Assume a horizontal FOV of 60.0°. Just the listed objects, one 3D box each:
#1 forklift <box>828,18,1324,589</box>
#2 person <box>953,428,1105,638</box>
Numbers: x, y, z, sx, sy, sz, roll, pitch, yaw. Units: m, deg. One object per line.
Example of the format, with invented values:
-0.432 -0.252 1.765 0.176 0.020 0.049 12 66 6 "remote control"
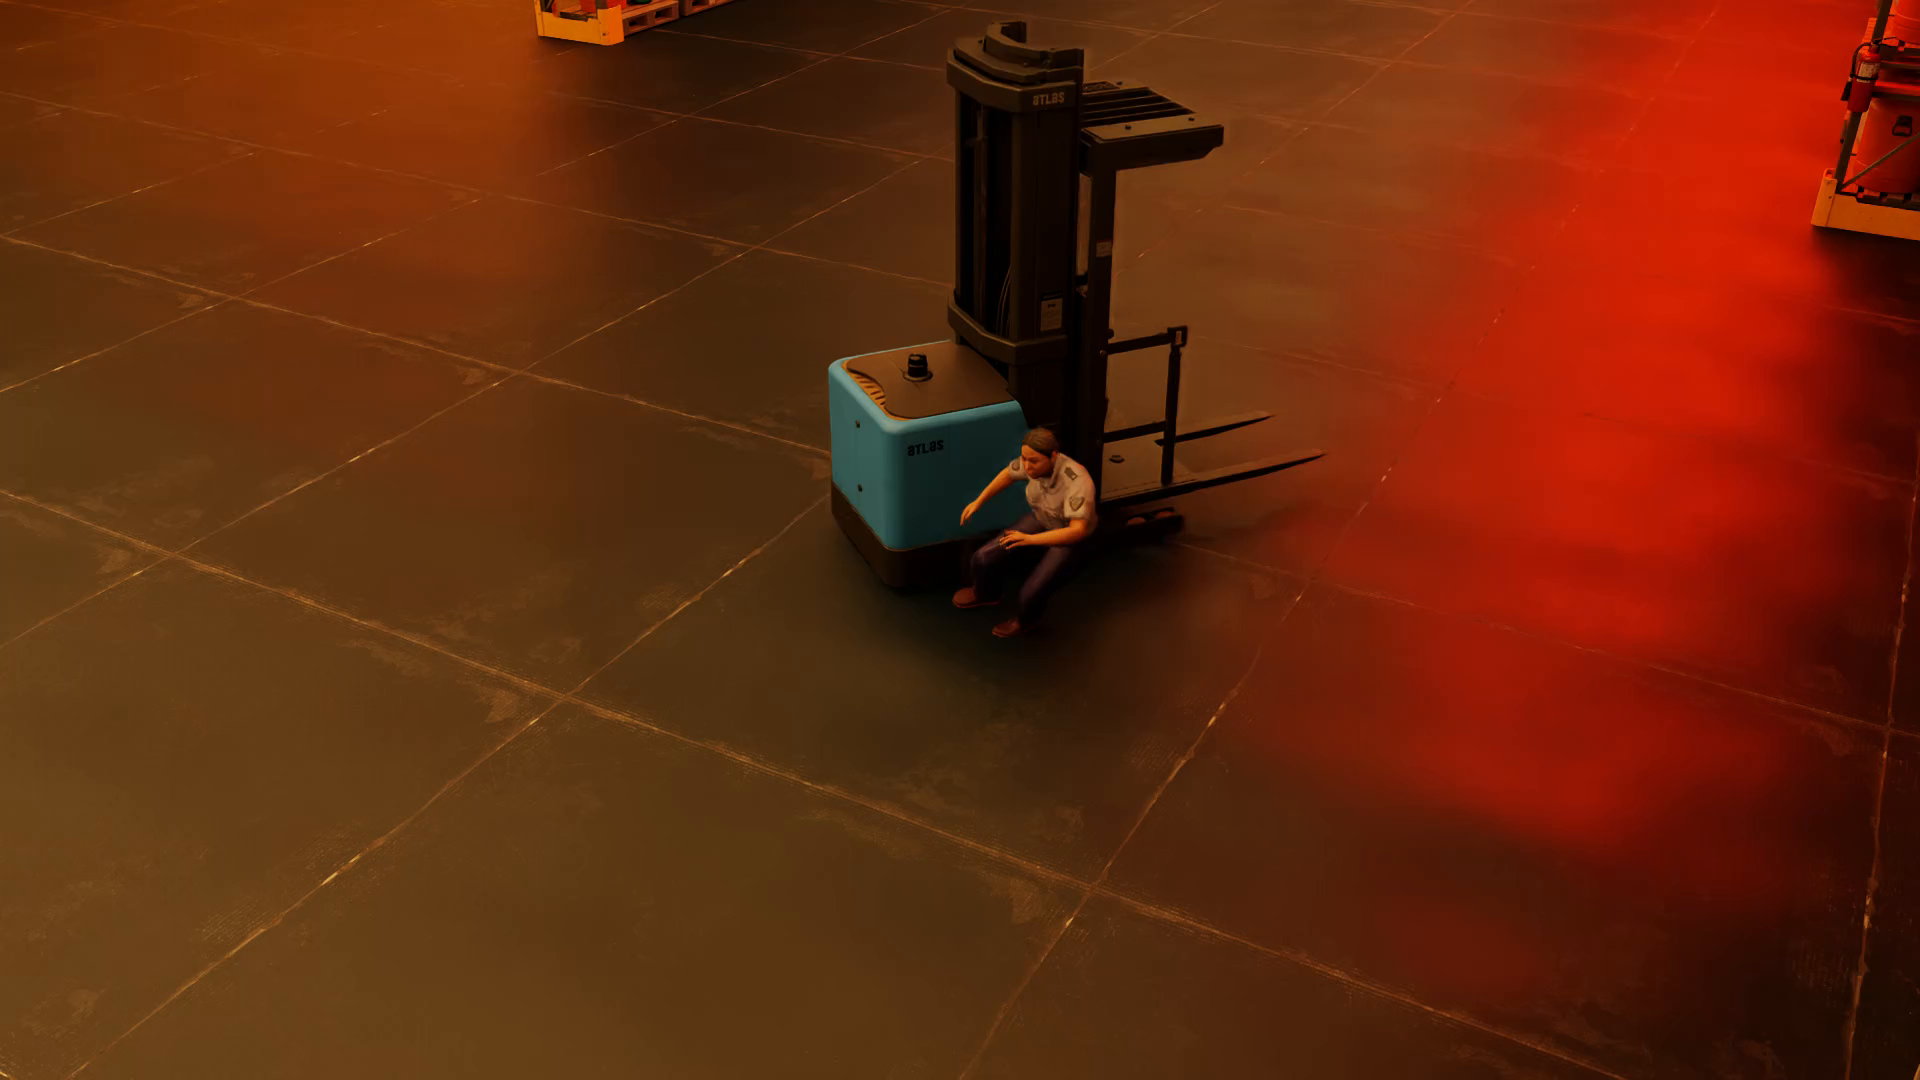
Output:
0.782 -1.467 9.612 3.031 2.935 1.130 -12 32 -20 "forklift"
0.300 0.015 8.594 1.016 1.423 0.880 23 37 34 "person"
